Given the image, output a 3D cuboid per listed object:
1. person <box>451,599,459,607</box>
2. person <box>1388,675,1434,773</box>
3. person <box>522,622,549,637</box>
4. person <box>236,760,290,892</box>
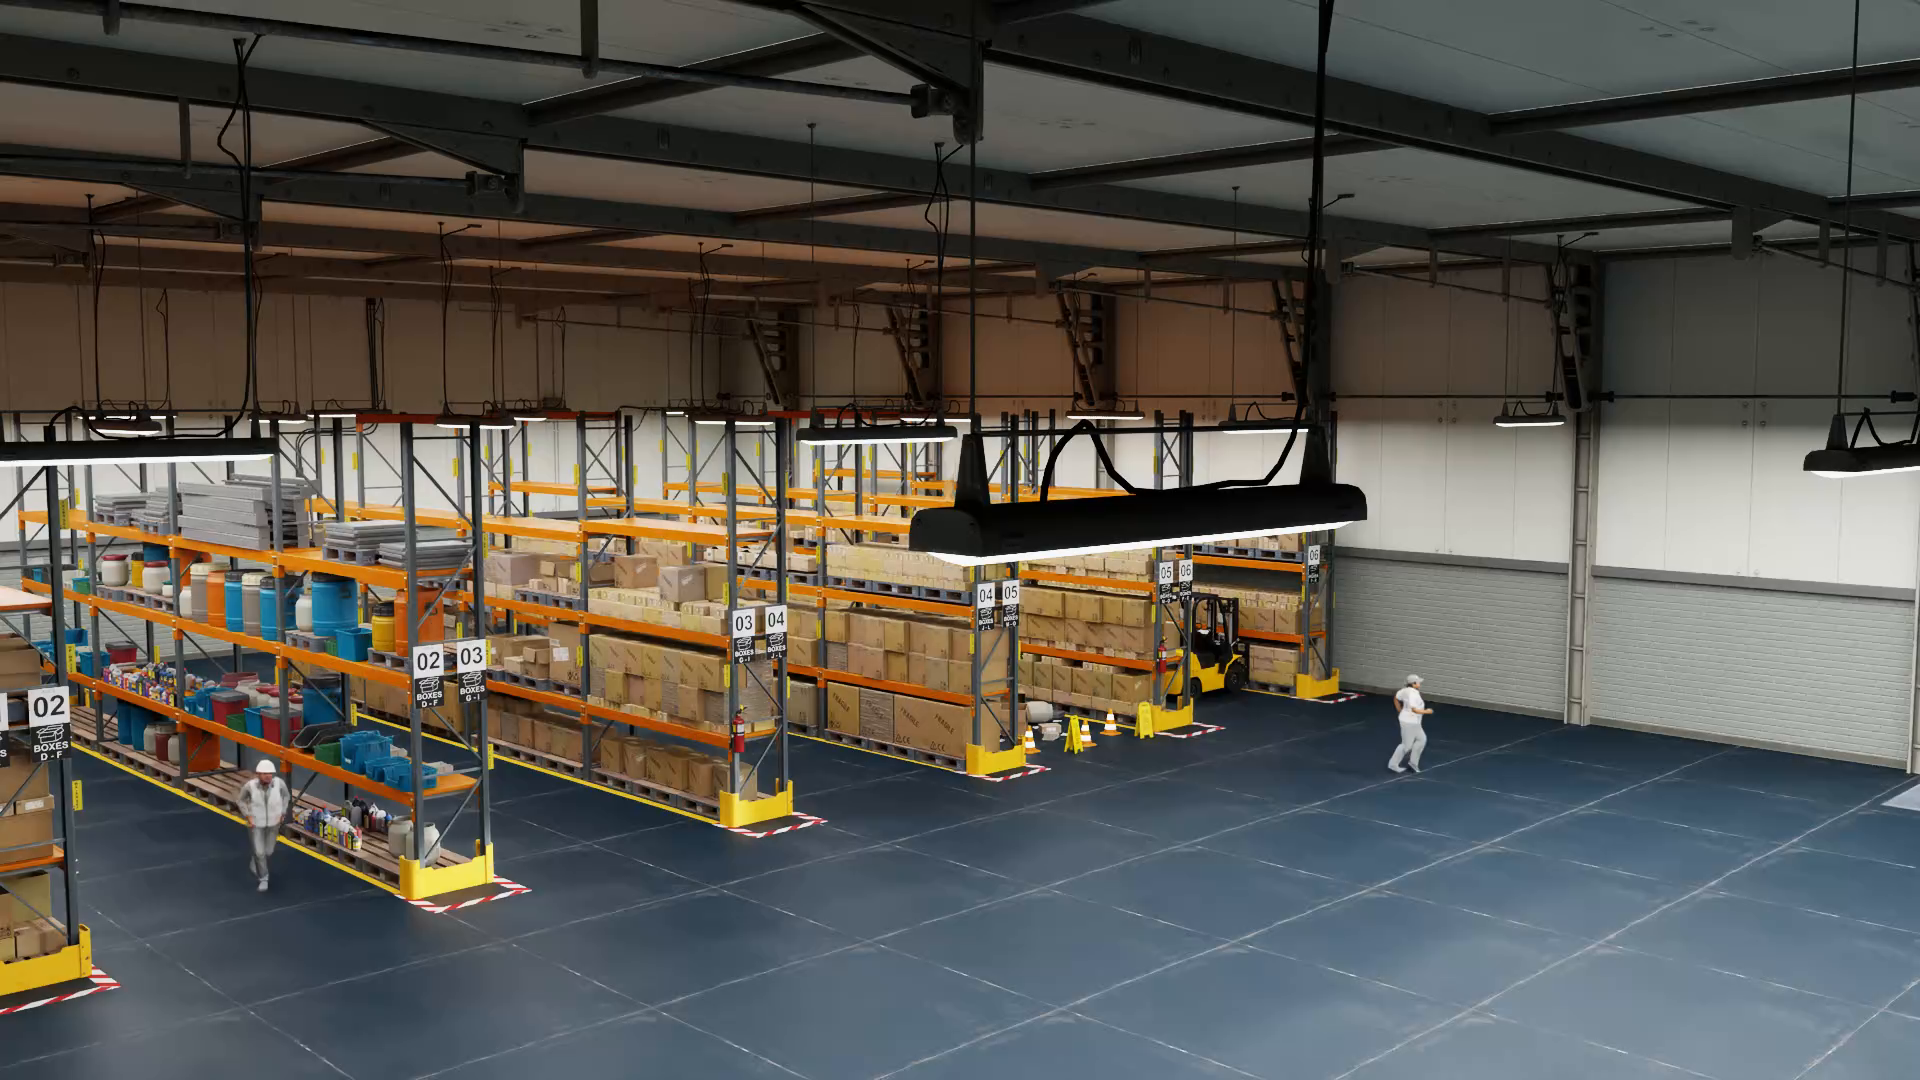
[{"bbox_3d":[-11.822,2.161,38.787,0.639,1.607,0.841,0,5,-5],"label":"person"},{"bbox_3d":[7.542,3.105,27.836,0.730,1.716,0.590,1,5,9],"label":"person"},{"bbox_3d":[-10.519,1.896,40.857,1.042,1.756,0.765,1,5,10],"label":"person"},{"bbox_3d":[-9.014,3.633,21.499,0.645,1.711,0.931,-3,6,-34],"label":"person"}]
